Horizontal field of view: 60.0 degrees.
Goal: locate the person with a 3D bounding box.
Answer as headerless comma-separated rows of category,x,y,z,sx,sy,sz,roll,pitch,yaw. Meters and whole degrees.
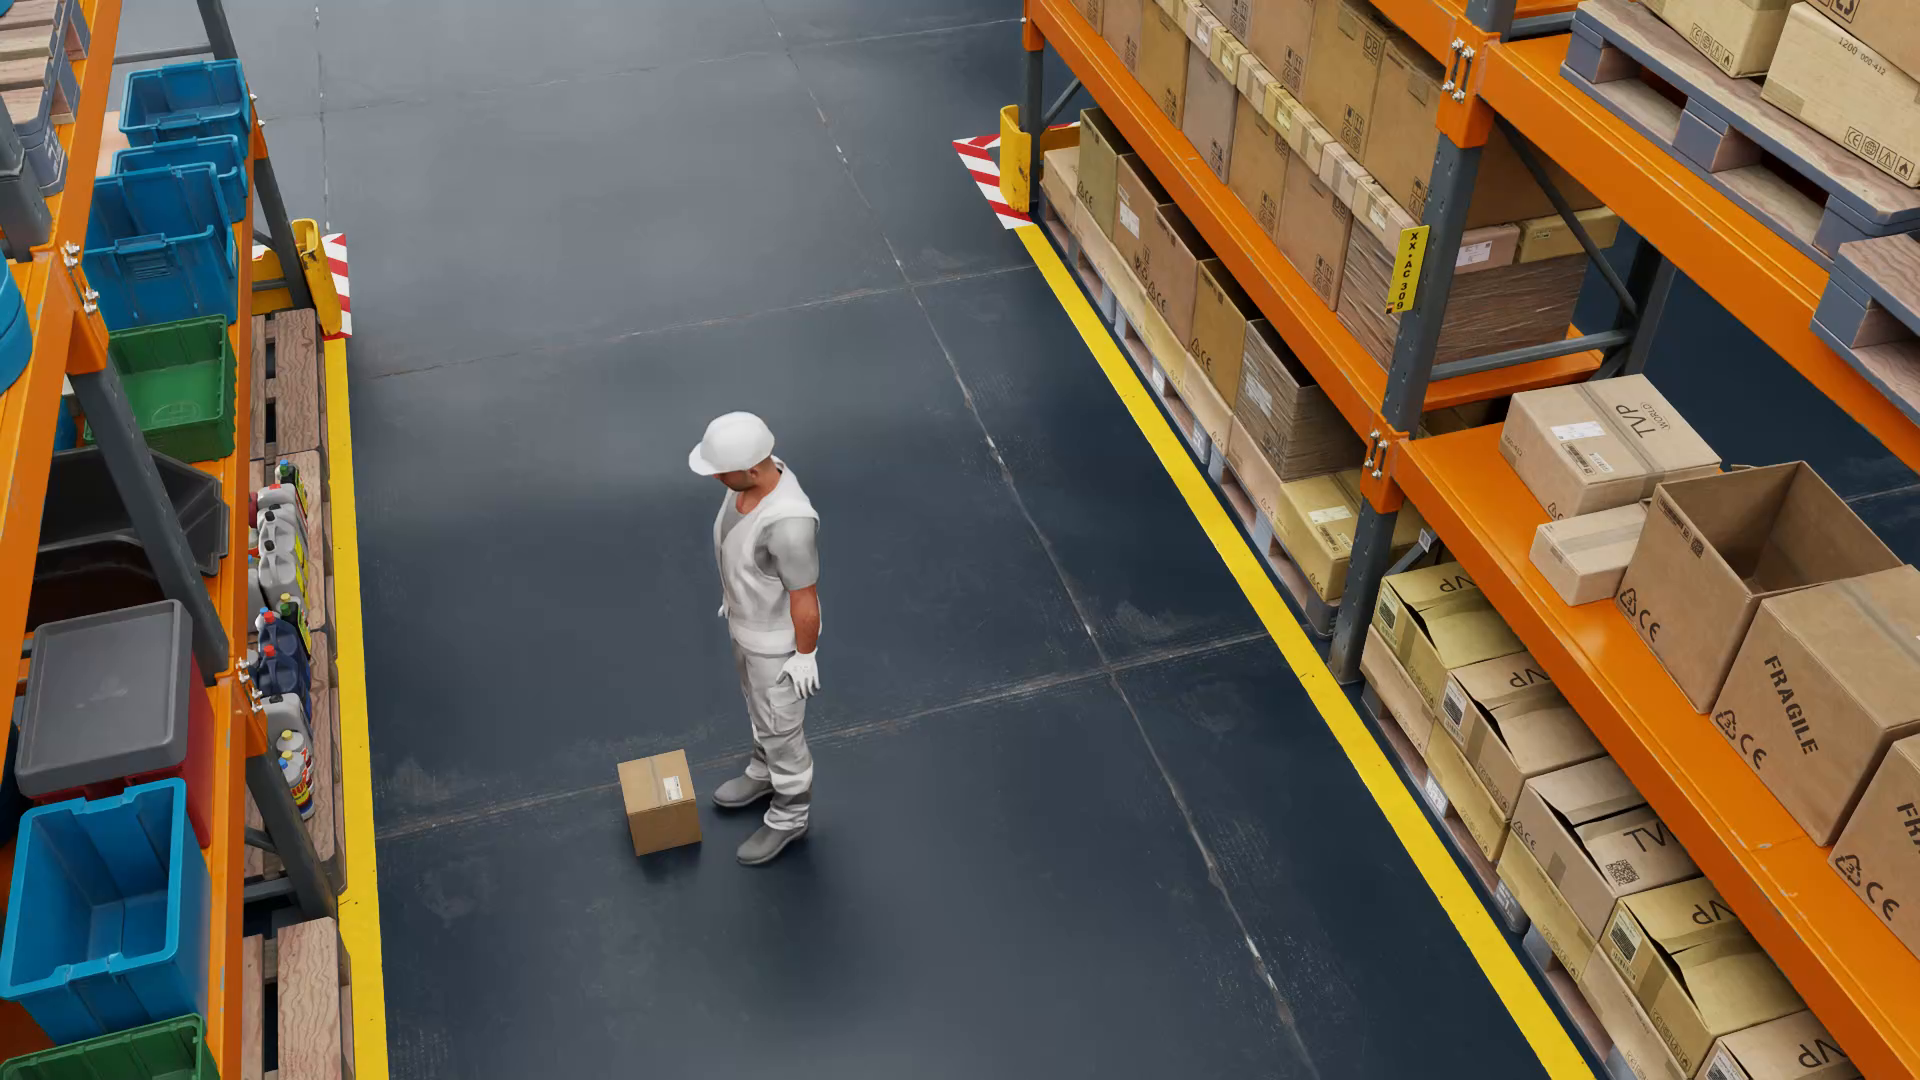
person,-0.713,0.318,5.766,0.455,1.803,0.577,-15,44,-16
